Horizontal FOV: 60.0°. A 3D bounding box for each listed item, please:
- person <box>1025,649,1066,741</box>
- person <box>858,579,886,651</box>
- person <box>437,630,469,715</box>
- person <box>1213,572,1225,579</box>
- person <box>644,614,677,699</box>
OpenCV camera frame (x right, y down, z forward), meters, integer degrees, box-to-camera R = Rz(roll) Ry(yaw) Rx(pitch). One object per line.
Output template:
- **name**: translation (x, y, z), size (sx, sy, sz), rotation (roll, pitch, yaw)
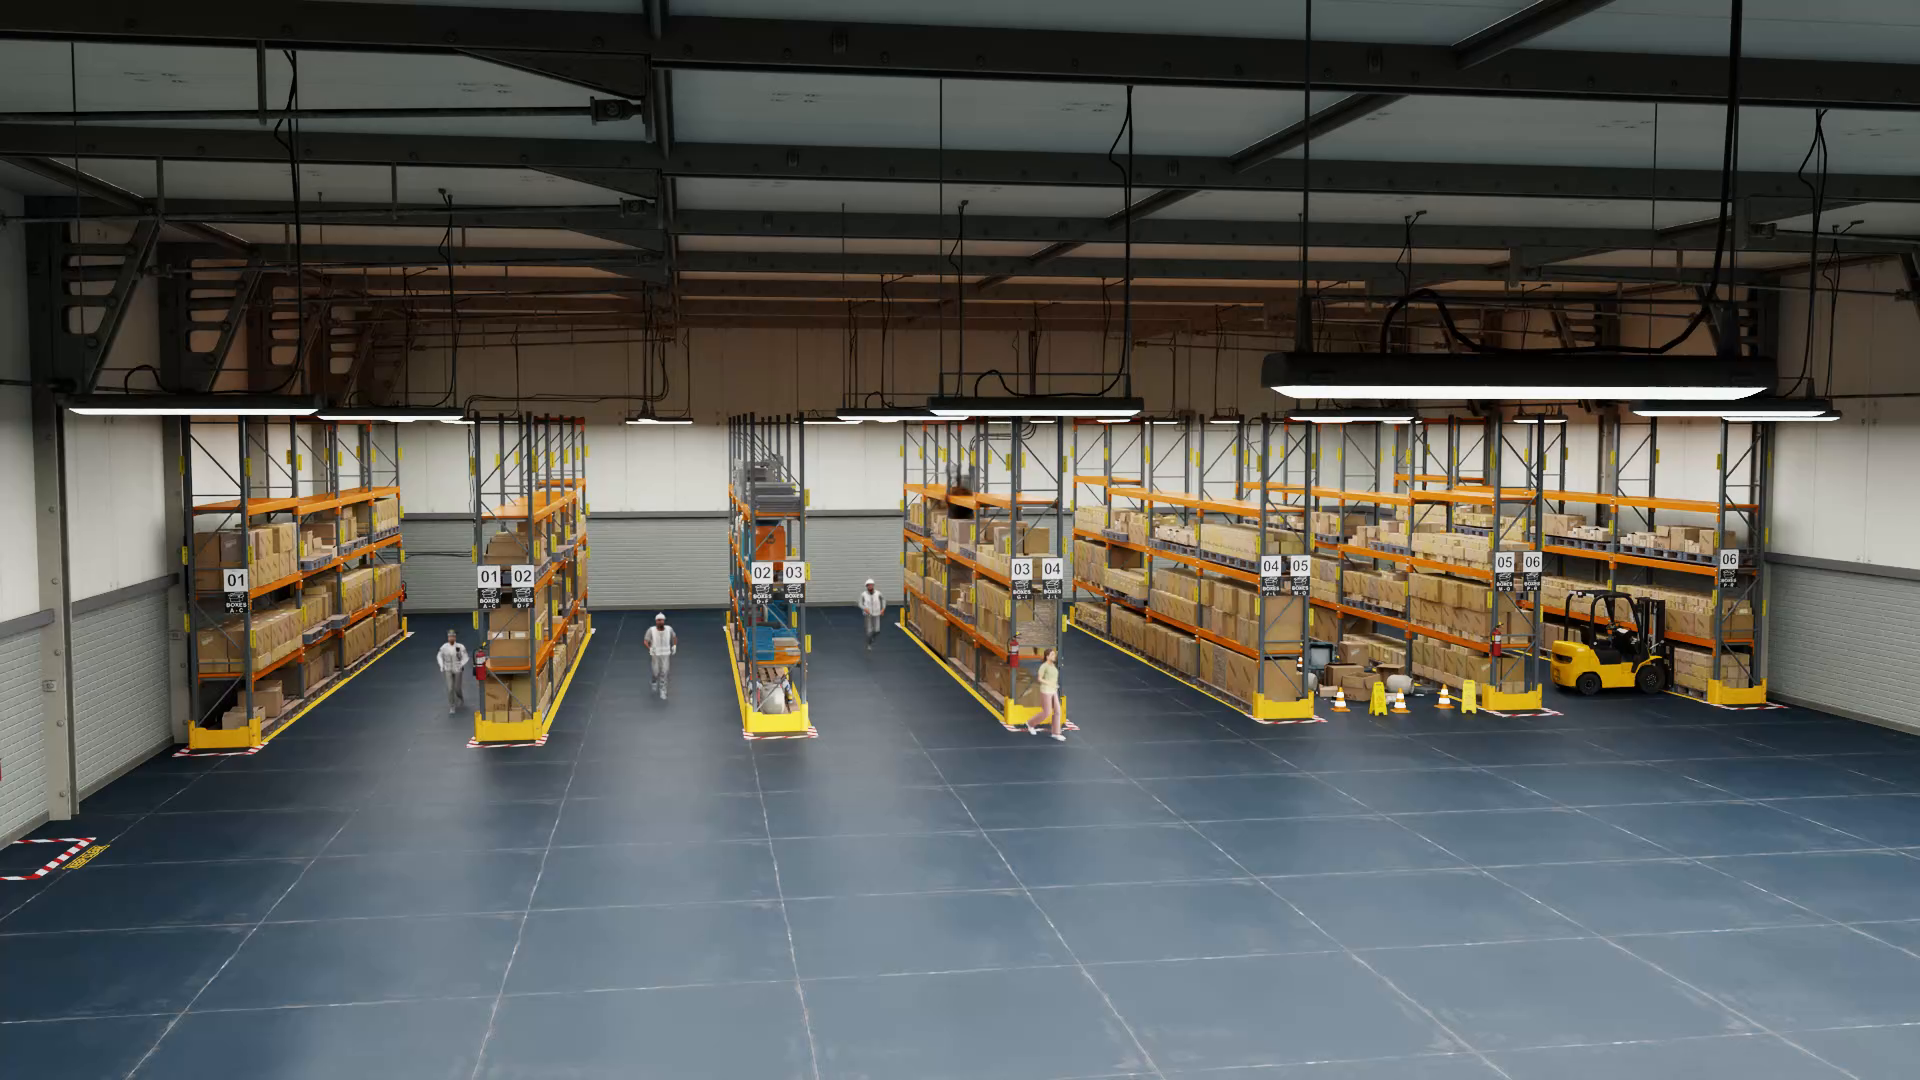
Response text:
- **person**: translation (1.596, 2.820, 30.532), size (0.811, 1.677, 0.600), rotation (2, 5, 33)
- **person**: translation (-2.130, 1.828, 40.416), size (0.684, 1.752, 0.630), rotation (-1, 4, -8)
- **person**: translation (-10.182, 2.624, 33.372), size (0.627, 1.680, 0.636), rotation (-1, 4, -8)
- **person**: translation (7.974, 1.409, 50.604), size (0.818, 1.769, 0.709), rotation (0, 4, 5)
- **person**: translation (-6.353, 2.445, 35.312), size (0.709, 1.775, 0.770), rotation (-1, 4, -17)
